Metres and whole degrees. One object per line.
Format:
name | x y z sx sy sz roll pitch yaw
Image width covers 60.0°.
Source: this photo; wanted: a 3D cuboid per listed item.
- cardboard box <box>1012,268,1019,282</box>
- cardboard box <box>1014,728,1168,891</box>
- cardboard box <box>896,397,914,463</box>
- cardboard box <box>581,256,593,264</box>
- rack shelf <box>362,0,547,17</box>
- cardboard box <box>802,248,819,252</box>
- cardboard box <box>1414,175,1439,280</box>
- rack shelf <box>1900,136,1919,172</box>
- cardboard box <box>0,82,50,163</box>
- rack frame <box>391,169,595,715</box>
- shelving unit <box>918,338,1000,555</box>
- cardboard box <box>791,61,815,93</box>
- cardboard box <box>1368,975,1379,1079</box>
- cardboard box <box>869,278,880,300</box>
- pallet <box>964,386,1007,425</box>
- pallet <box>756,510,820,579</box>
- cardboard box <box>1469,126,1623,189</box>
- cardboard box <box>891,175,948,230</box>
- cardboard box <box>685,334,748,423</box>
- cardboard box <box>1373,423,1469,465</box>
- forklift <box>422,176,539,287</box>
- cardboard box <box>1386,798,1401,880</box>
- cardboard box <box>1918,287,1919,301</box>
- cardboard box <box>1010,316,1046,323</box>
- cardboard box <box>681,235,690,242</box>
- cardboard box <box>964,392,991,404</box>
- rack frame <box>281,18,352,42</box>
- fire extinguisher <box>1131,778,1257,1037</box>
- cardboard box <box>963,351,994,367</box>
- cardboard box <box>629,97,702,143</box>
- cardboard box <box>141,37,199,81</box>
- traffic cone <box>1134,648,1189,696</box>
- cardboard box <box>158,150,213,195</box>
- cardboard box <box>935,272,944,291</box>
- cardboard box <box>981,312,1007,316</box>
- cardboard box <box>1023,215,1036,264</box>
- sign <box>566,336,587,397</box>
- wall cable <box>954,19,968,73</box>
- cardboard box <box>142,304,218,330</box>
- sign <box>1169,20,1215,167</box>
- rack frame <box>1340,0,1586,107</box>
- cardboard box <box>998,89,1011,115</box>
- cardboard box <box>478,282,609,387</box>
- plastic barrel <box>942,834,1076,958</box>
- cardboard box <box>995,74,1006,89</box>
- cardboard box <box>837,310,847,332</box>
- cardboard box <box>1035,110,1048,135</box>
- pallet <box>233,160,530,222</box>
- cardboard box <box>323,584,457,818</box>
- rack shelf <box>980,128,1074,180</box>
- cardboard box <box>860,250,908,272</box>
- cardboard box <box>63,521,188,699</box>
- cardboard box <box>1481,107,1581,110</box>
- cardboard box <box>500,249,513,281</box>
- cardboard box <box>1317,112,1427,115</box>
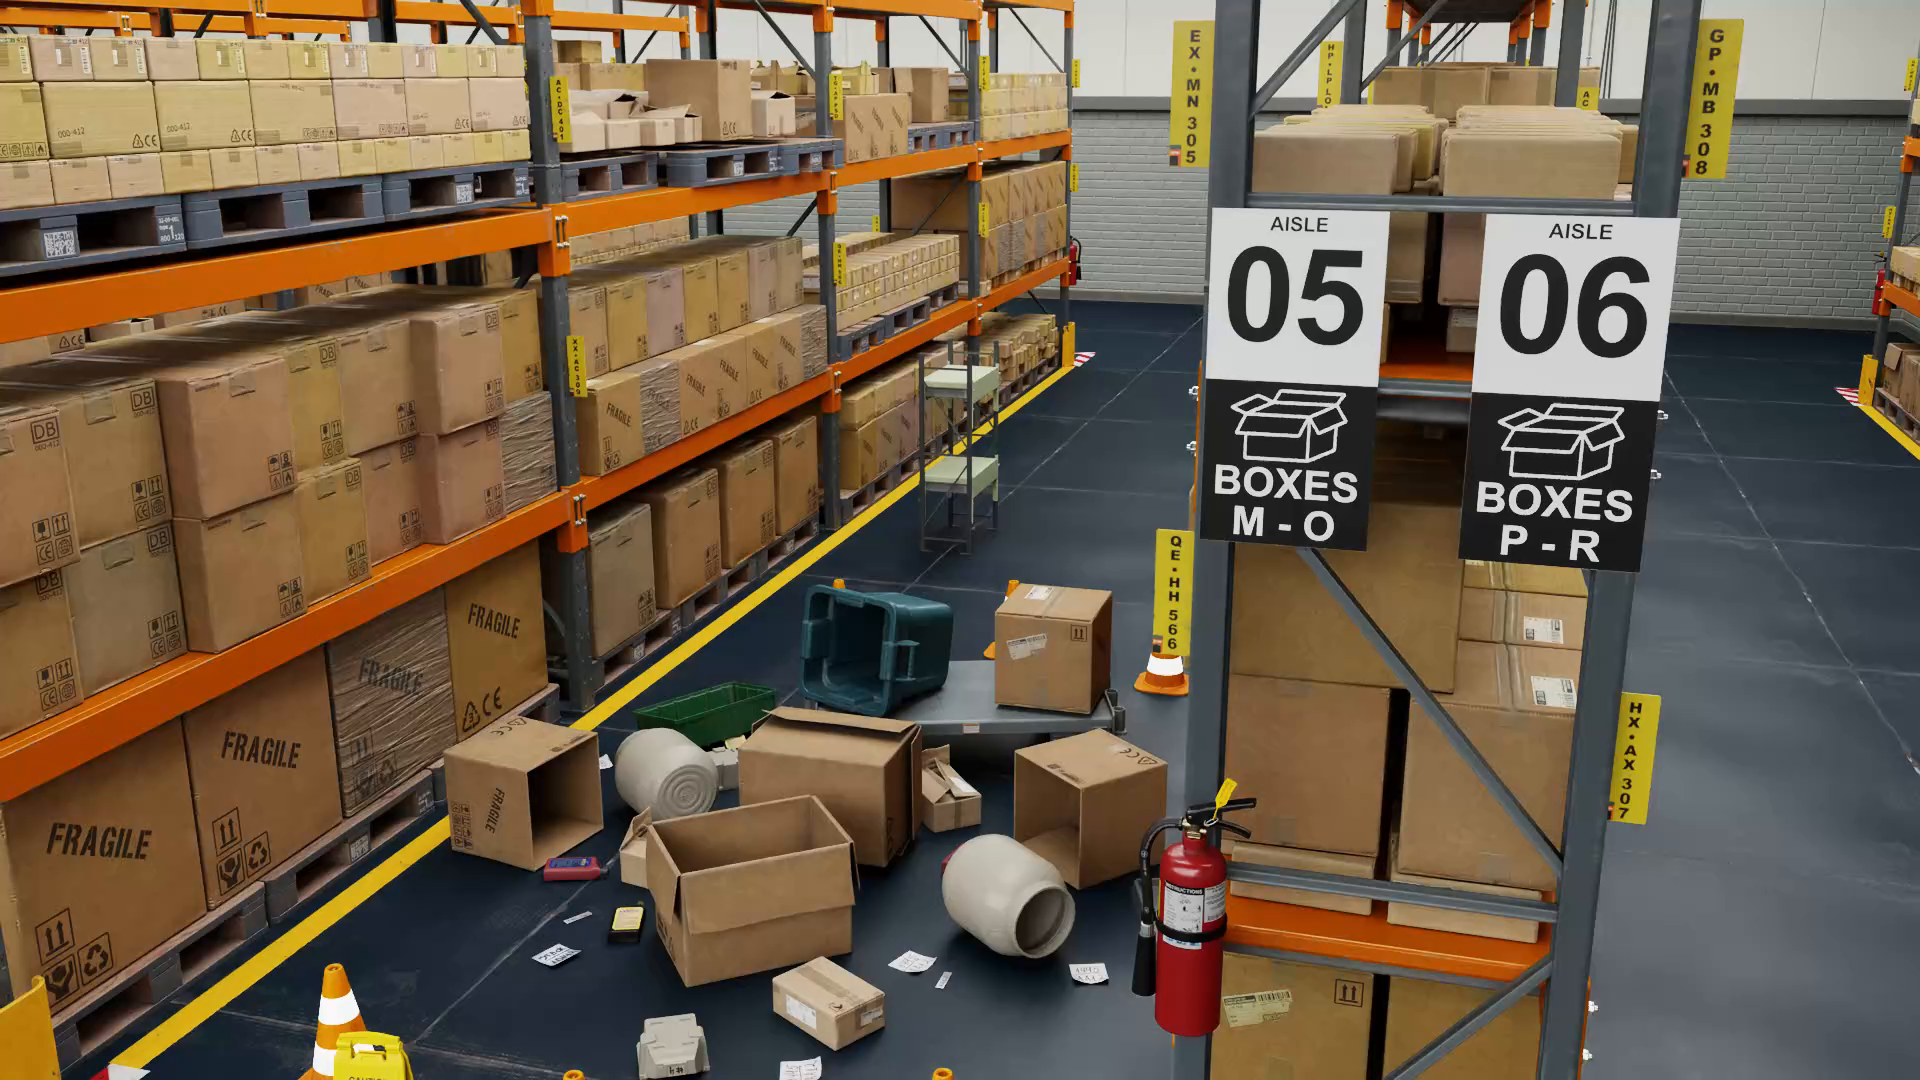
cardboard box | 0.421 -2.883 17.955 0.380 0.149 0.250 5 17 18
cardboard box | 0.591 1.220 7.606 0.500 0.500 0.500 -10 19 -32
cardboard box | -0.711 -0.991 14.638 0.500 0.500 0.500 4 16 14
cardboard box | -4.403 -3.155 18.915 0.380 0.149 0.250 4 16 14
rack shelf | -3.143 -2.338 6.632 1.077 0.370 4.000 5 16 16
cardboard box | -1.294 -2.497 14.737 0.380 0.149 0.250 5 17 18
cardboard box | 1.107 -0.909 4.769 0.500 0.250 0.500 4 16 15
rack shelf | 9.802 -3.485 15.441 1.077 0.370 4.000 5 16 16
cardboard box | -3.328 -1.337 5.327 0.500 0.250 0.500 5 16 16
rack frame | -2.575 -0.513 9.142 1.000 3.000 0.127 5 16 16
shelving unit | -0.002 -0.720 12.619 0.431 1.500 0.755 5 16 16
cardboard box | -1.226 -3.883 13.941 0.396 0.266 0.258 5 16 16
cardboard box | 1.190 1.644 5.805 0.500 0.250 0.500 5 16 16
cardboard box | -0.889 -2.102 13.890 0.380 0.149 0.250 5 17 16
pallet | -0.144 -1.443 17.531 1.003 0.211 1.213 5 16 16
pallet | -1.734 -0.018 12.506 1.003 0.211 1.213 5 16 16
cardboard box | 1.546 -1.020 4.431 0.380 0.149 0.250 5 16 16
cardboard box | -0.427 -3.423 16.838 0.500 0.500 0.500 4 16 14
cardboard box | -1.735 -1.074 10.935 0.500 0.500 0.500 5 17 17
cardboard box | 1.150 -0.064 4.997 0.700 0.500 0.500 5 17 16
forklift | -4.088 -1.750 13.627 1.130 2.935 3.031 7 17 24
cardboard box | 1.416 0.871 4.720 0.380 0.149 0.250 5 17 17
cardboard box | 9.600 -2.393 16.228 0.380 0.149 0.250 4 16 14
cardboard box | 0.802 -2.550 19.688 0.380 0.149 0.250 5 17 17
cardboard box | -3.677 -3.824 21.276 0.380 0.149 0.250 5 17 17
cardboard box | 0.110 -1.507 17.101 0.380 0.149 0.250 4 16 13
rack frame | -8.640 -7.334 22.196 1.000 3.000 0.127 5 16 16
fire extinguisher | 0.589 0.922 4.223 0.296 0.674 0.183 5 16 16
cardboard box | 0.130 -1.865 17.271 0.380 0.149 0.250 5 17 19
cardboard box | -1.840 -2.615 10.348 0.396 0.266 0.258 5 16 16
cardboard box | -3.022 -1.751 6.056 0.380 0.149 0.250 4 16 15
traffic cone | 1.210 0.632 9.755 0.336 0.463 0.334 5 16 16
cardboard box | -3.020 -1.368 6.167 0.380 0.149 0.250 5 16 16
cardboard box | -0.370 -2.435 15.609 0.380 0.149 0.250 5 16 16
cardboard box | 0.361 -2.659 20.071 0.380 0.149 0.250 4 16 13
cardboard box | 0.517 -3.309 18.271 0.500 0.500 0.500 5 17 19
sign | -2.042 -0.925 8.863 0.100 0.325 0.005 5 16 16
wall cable | 1.020 -9.710 24.676 2.277 5.999 0.120 5 16 16
cardboard box | -6.343 -1.923 13.159 0.700 0.500 0.500 7 17 24
sign | 0.537 -1.027 3.833 0.100 0.325 0.005 5 16 16
rack frame | 2.200 -3.042 7.063 1.000 3.000 0.127 5 16 16
cardboard box | 0.212 -4.455 16.901 0.500 0.250 0.500 5 16 16
cardboard box | -2.439 -1.173 9.452 0.700 0.500 0.500 4 16 15
plastic barrel | 0.199 1.472 6.863 0.421 0.421 0.512 -10 19 -32
cardboard box | 0.258 -4.670 16.928 0.380 0.149 0.250 4 16 14
cardboard box | -1.117 -1.742 13.166 0.380 0.149 0.250 4 16 15
cardboard box | 0.668 -4.621 18.404 0.500 0.250 0.500 5 17 18
pallet | -2.817 -1.700 7.993 1.003 0.211 1.213 5 16 16
cardboard box | -3.073 0.702 7.981 0.875 0.875 0.875 5 17 16
rack shelf | 0.267 -4.227 18.055 1.077 0.370 4.000 5 16 16
cardboard box | -0.674 -2.442 14.543 0.380 0.149 0.250 4 16 15
cardboard box | -3.514 0.215 6.300 0.875 0.550 0.550 5 16 16
cardboard box | 2.319 -1.688 6.785 0.380 0.149 0.250 4 16 14
cardboard box | -4.899 -2.922 17.451 0.500 0.500 0.500 5 16 16
cardboard box | 1.480 -1.460 5.981 0.380 0.149 0.250 4 16 15
